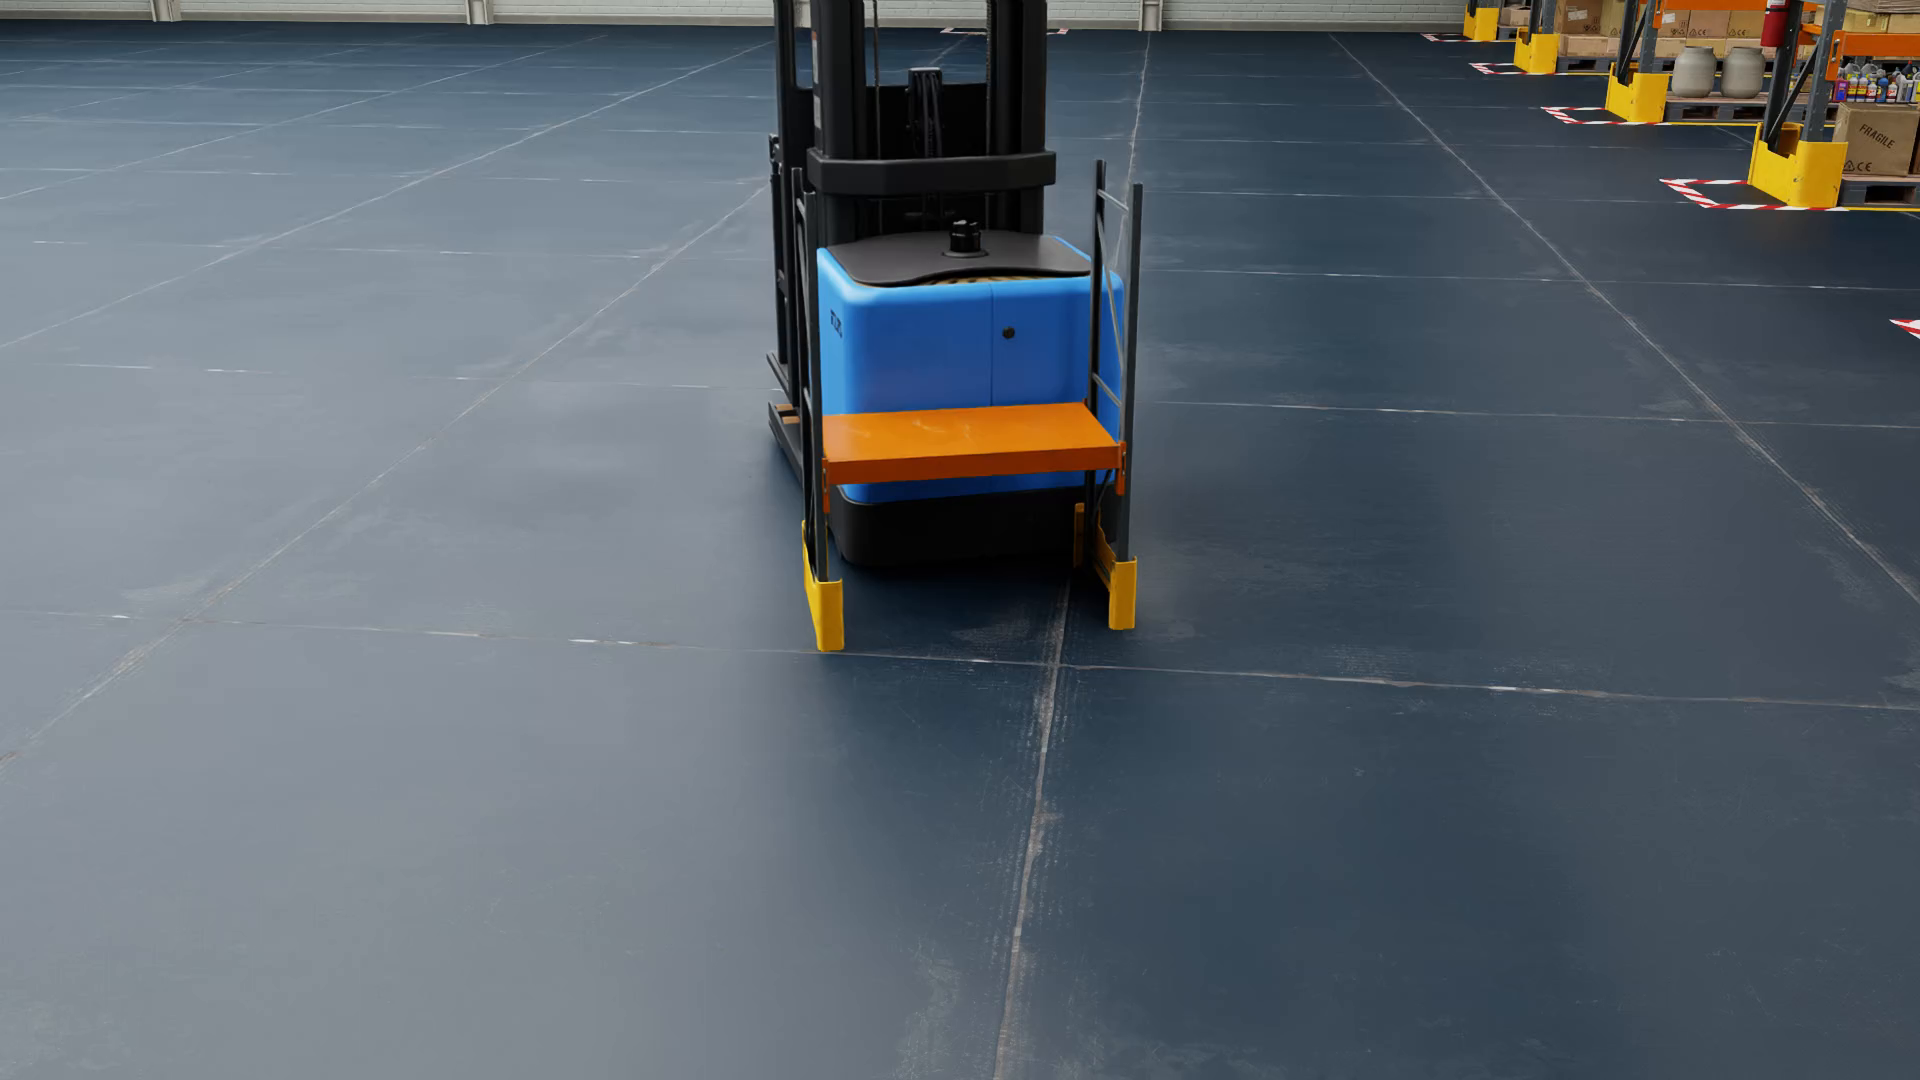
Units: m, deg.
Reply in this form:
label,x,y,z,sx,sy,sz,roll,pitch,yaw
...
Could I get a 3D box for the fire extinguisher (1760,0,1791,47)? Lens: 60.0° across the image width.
label,x,y,z,sx,sy,sz,roll,pitch,yaw
fire extinguisher,6.633,-4.350,13.469,0.183,0.674,0.296,2,22,6

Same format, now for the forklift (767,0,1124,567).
label,x,y,z,sx,sy,sz,roll,pitch,yaw
forklift,-0.251,-1.778,6.950,1.130,2.935,3.031,-5,22,-13

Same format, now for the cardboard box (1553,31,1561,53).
label,x,y,z,sx,sy,sz,roll,pitch,yaw
cardboard box,8.429,-6.831,22.807,0.500,0.250,0.500,2,22,6

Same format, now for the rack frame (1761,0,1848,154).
label,x,y,z,sx,sy,sz,roll,pitch,yaw
rack frame,6.692,-4.213,13.017,0.127,3.000,1.000,2,22,6

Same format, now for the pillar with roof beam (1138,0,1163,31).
label,x,y,z,sx,sy,sz,roll,pitch,yaw
pillar with roof beam,2.773,-11.402,23.040,0.400,9.000,9.100,2,22,6

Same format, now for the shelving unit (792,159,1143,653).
label,x,y,z,sx,sy,sz,roll,pitch,yaw
shelving unit,0.017,-0.464,5.573,1.083,1.500,0.587,-4,22,-9

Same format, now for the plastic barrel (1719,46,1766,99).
label,x,y,z,sx,sy,sz,roll,pitch,yaw
plastic barrel,8.435,-5.037,17.914,0.421,0.512,0.421,0,22,0

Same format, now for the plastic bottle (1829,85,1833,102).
label,x,y,z,sx,sy,sz,roll,pitch,yaw
plastic bottle,9.142,-4.728,17.527,0.097,0.201,0.097,0,22,0

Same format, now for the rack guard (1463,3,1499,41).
label,x,y,z,sx,sy,sz,roll,pitch,yaw
rack guard,8.516,-8.473,27.191,0.348,0.500,1.175,2,22,6

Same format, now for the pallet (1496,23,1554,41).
label,x,y,z,sx,sy,sz,roll,pitch,yaw
pallet,9.319,-8.290,27.123,1.213,0.211,1.003,2,22,6

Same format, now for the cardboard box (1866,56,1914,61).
label,x,y,z,sx,sy,sz,roll,pitch,yaw
cardboard box,12.205,-6.465,21.882,0.500,0.250,0.500,2,22,5

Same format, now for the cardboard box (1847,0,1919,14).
label,x,y,z,sx,sy,sz,roll,pitch,yaw
cardboard box,7.235,-4.364,12.858,0.500,0.500,0.875,2,22,6

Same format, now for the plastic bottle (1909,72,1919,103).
label,x,y,z,sx,sy,sz,roll,pitch,yaw
plastic bottle,10.062,-4.766,17.420,0.185,0.351,0.144,2,22,6

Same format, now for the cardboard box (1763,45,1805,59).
label,x,y,z,sx,sy,sz,roll,pitch,yaw
cardboard box,10.852,-6.539,22.068,0.500,0.250,0.500,2,22,6

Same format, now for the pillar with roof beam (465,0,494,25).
label,x,y,z,sx,sy,sz,roll,pitch,yaw
pillar with roof beam,-9.144,-11.921,24.353,0.400,9.000,9.100,2,22,6

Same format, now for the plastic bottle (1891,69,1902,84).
label,x,y,z,sx,sy,sz,roll,pitch,yaw
plastic bottle,10.157,-4.971,18.047,0.097,0.271,0.097,0,22,0

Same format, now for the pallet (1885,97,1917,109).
label,x,y,z,sx,sy,sz,roll,pitch,yaw
pallet,10.585,-4.596,17.778,1.213,0.211,1.003,2,22,6

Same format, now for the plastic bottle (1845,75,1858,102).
label,x,y,z,sx,sy,sz,roll,pitch,yaw
plastic bottle,9.379,-4.750,17.488,0.097,0.271,0.097,0,22,0

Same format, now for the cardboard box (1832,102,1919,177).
label,x,y,z,sx,sy,sz,roll,pitch,yaw
cardboard box,7.310,-3.213,13.315,0.500,0.500,0.500,7,23,16

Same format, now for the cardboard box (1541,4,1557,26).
label,x,y,z,sx,sy,sz,roll,pitch,yaw
cardboard box,9.684,-8.505,26.932,0.500,0.311,0.500,4,22,11

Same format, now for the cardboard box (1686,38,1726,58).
label,x,y,z,sx,sy,sz,roll,pitch,yaw
cardboard box,9.857,-6.576,22.163,0.500,0.250,0.500,2,22,6

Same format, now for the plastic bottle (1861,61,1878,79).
label,x,y,z,sx,sy,sz,roll,pitch,yaw
plastic bottle,9.885,-5.034,18.098,0.185,0.351,0.144,2,22,6

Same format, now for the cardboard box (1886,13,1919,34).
label,x,y,z,sx,sy,sz,roll,pitch,yaw
cardboard box,7.193,-3.979,12.766,0.250,0.149,0.380,2,22,6

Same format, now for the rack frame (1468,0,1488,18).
label,x,y,z,sx,sy,sz,roll,pitch,yaw
rack frame,8.441,-9.638,26.740,0.127,3.000,1.000,2,22,6

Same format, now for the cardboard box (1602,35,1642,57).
label,x,y,z,sx,sy,sz,roll,pitch,yaw
cardboard box,8.865,-6.622,22.277,0.500,0.250,0.500,2,22,6

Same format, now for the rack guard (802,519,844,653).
label,x,y,z,sx,sy,sz,roll,pitch,yaw
rack guard,-0.473,0.149,5.722,0.087,0.250,0.587,-4,22,-9

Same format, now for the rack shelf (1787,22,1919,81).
label,x,y,z,sx,sy,sz,roll,pitch,yaw
rack shelf,8.678,-3.792,12.930,4.000,0.370,1.077,2,22,6

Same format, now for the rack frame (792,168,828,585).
label,x,y,z,sx,sy,sz,roll,pitch,yaw
rack frame,-0.492,-0.431,5.490,0.032,1.500,0.500,-4,22,-9

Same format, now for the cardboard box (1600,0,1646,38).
label,x,y,z,sx,sy,sz,roll,pitch,yaw
cardboard box,8.865,-6.970,22.138,0.500,0.500,0.500,2,22,6

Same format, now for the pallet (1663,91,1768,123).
label,x,y,z,sx,sy,sz,roll,pitch,yaw
pallet,8.162,-4.701,18.045,1.213,0.211,1.003,2,22,6

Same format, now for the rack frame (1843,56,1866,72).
label,x,y,z,sx,sy,sz,roll,pitch,yaw
rack frame,11.834,-7.657,21.727,0.127,3.000,1.000,2,22,6

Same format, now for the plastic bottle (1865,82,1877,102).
label,x,y,z,sx,sy,sz,roll,pitch,yaw
plastic bottle,9.577,-4.709,17.479,0.097,0.201,0.097,0,22,0

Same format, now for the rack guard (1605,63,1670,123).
label,x,y,z,sx,sy,sz,roll,pitch,yaw
rack guard,7.356,-4.873,18.085,0.348,0.500,1.175,2,22,6

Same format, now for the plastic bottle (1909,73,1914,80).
label,x,y,z,sx,sy,sz,roll,pitch,yaw
plastic bottle,10.049,-4.773,17.529,0.133,0.283,0.061,2,22,6

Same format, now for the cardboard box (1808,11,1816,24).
label,x,y,z,sx,sy,sz,roll,pitch,yaw
cardboard box,11.410,-7.056,22.357,0.500,0.500,0.500,2,22,6

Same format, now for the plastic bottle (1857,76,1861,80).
label,x,y,z,sx,sy,sz,roll,pitch,yaw
plastic bottle,9.729,-4.927,18.029,0.097,0.201,0.097,0,22,0

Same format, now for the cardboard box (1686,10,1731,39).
label,x,y,z,sx,sy,sz,roll,pitch,yaw
cardboard box,9.857,-6.925,22.024,0.500,0.500,0.500,2,22,6

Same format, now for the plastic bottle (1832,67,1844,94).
label,x,y,z,sx,sy,sz,roll,pitch,yaw
plastic bottle,9.535,-5.013,18.146,0.135,0.276,0.152,2,22,5

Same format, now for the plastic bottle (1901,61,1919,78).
label,x,y,z,sx,sy,sz,roll,pitch,yaw
plastic bottle,10.307,-5.016,18.051,0.185,0.351,0.144,2,22,4

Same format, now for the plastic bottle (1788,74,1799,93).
label,x,y,z,sx,sy,sz,roll,pitch,yaw
plastic bottle,9.150,-5.005,18.228,0.097,0.201,0.097,0,22,0

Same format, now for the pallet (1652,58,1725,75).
label,x,y,z,sx,sy,sz,roll,pitch,yaw
pallet,9.834,-6.462,22.496,1.213,0.211,1.003,2,22,6

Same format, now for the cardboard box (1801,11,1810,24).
label,x,y,z,sx,sy,sz,roll,pitch,yaw
cardboard box,10.852,-6.888,21.932,0.500,0.500,0.500,2,22,6

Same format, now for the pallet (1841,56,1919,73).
label,x,y,z,sx,sy,sz,roll,pitch,yaw
pallet,12.570,-6.342,22.195,1.213,0.211,1.003,2,22,6

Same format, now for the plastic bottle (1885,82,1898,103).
label,x,y,z,sx,sy,sz,roll,pitch,yaw
plastic bottle,9.781,-4.700,17.456,0.097,0.201,0.097,0,22,0
